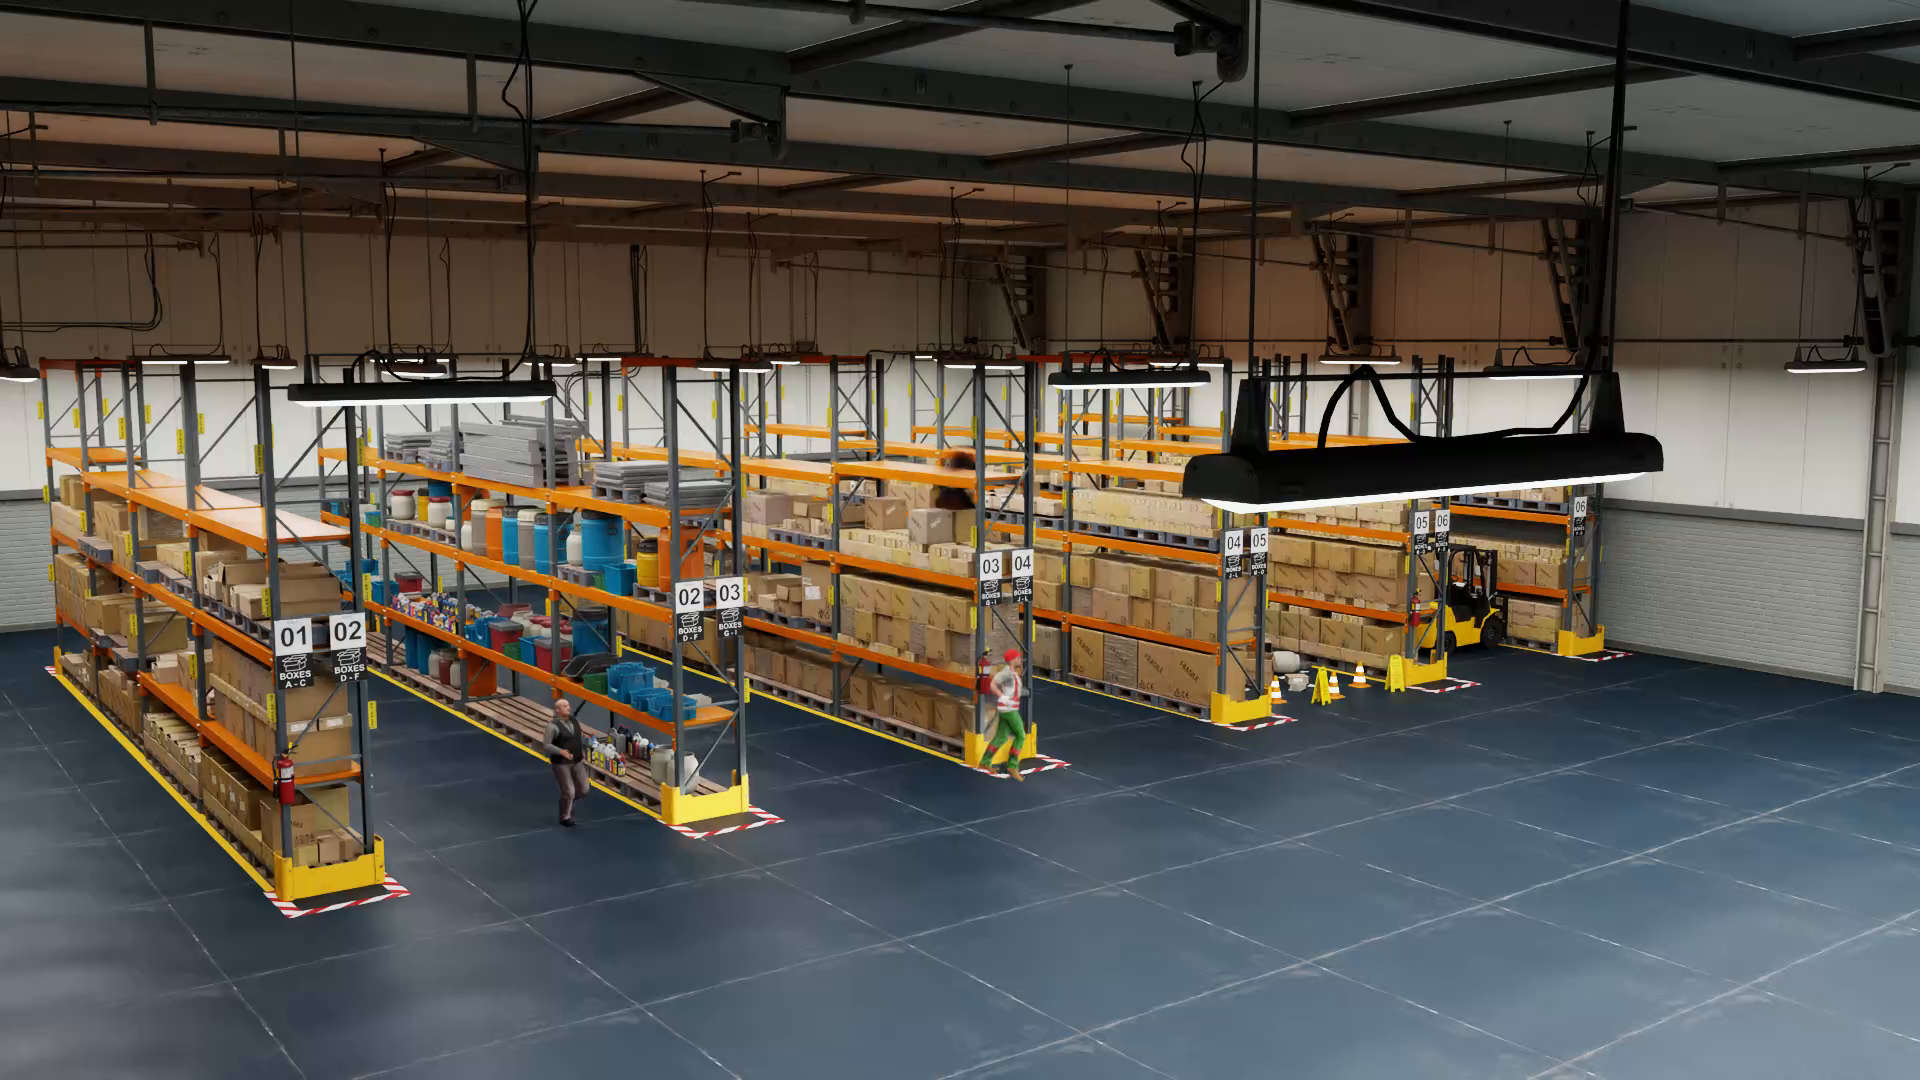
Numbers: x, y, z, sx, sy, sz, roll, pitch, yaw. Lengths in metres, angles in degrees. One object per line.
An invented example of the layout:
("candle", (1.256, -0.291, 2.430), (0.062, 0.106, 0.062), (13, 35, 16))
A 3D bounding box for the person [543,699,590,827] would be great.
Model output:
("person", (-5.101, 2.937, 21.669), (0.597, 1.602, 0.654), (6, 9, 39))

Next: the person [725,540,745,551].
("person", (-5.751, 0.498, 41.962), (0.699, 1.636, 0.951), (4, 8, 28))

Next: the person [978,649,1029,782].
("person", (0.624, 2.454, 23.566), (0.711, 1.819, 0.718), (1, 7, 5))
